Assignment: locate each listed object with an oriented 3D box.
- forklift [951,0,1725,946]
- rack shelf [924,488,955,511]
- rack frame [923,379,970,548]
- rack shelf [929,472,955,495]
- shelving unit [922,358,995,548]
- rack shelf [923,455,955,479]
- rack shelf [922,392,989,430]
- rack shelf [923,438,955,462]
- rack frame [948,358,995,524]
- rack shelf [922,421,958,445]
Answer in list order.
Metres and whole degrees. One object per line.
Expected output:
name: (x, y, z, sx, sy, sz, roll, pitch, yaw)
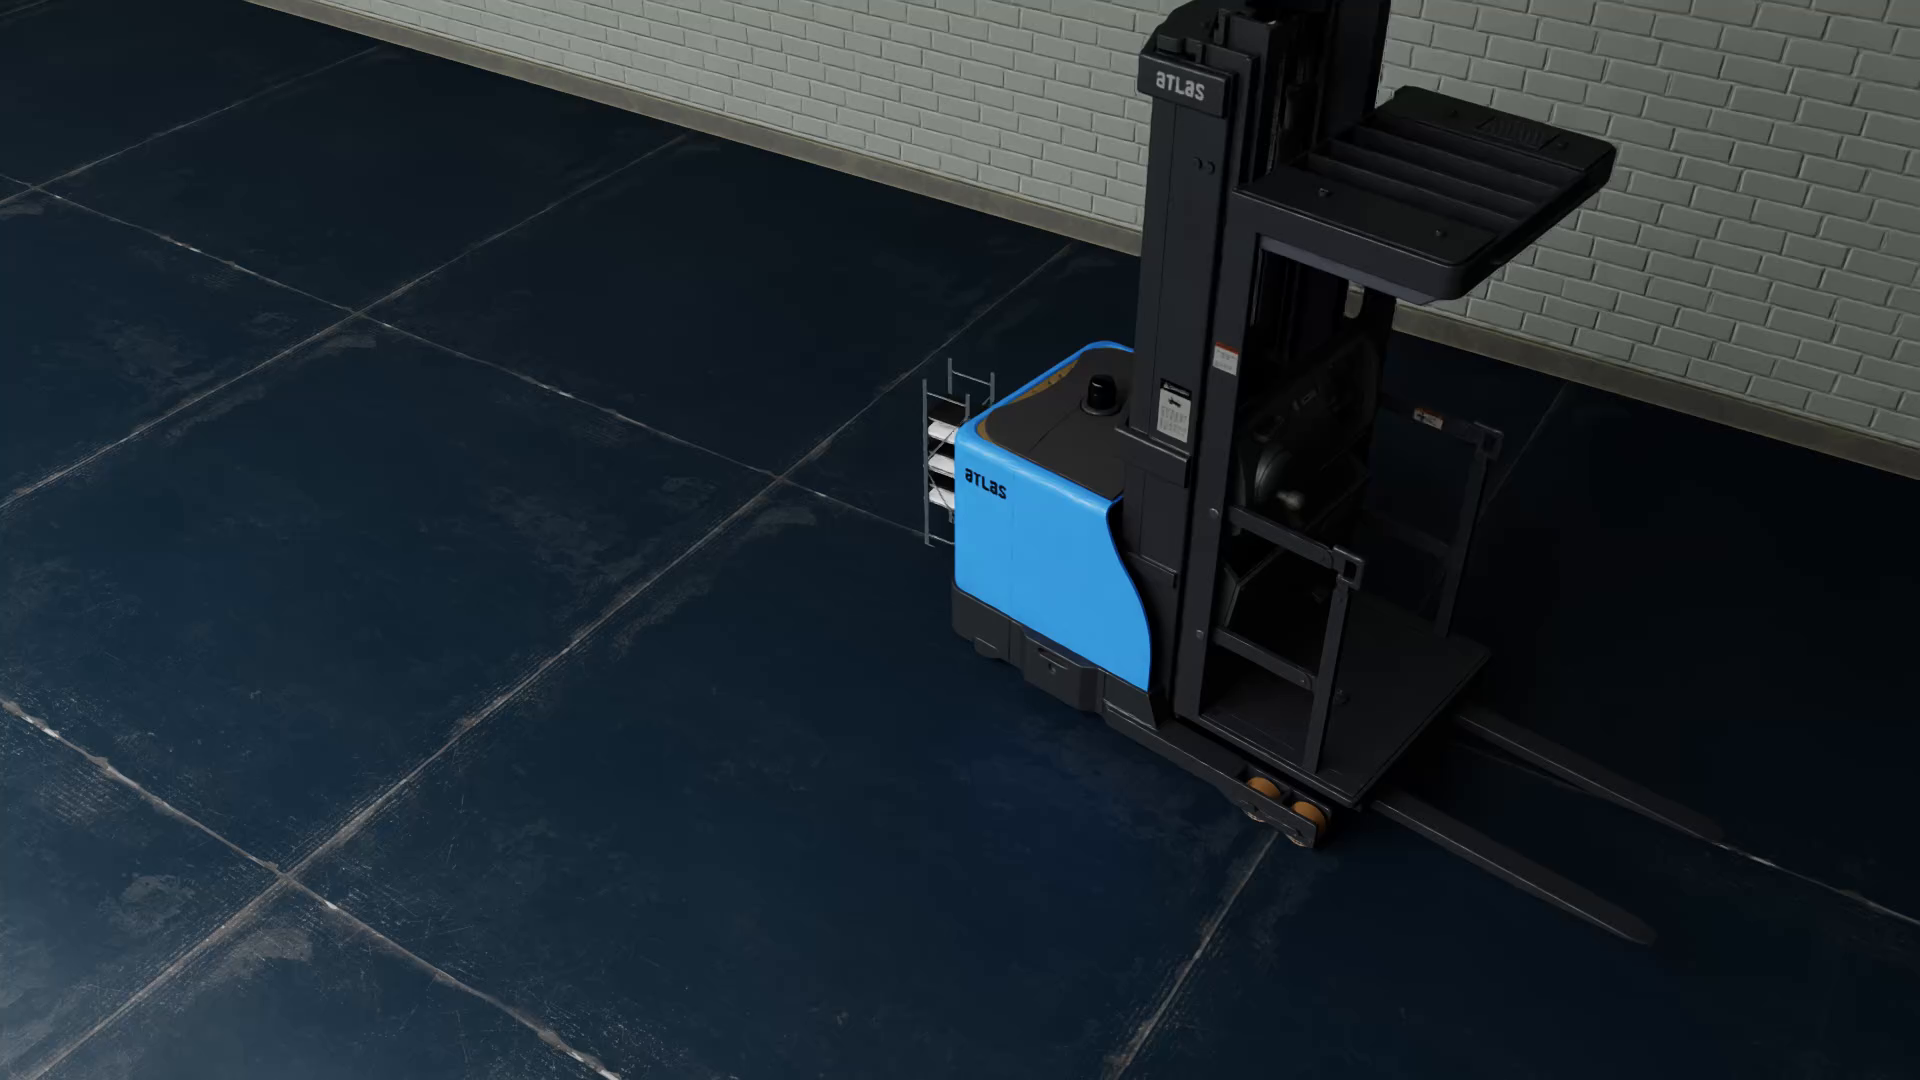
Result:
forklift: (1.406, -0.376, 5.837, 3.031, 2.935, 1.130, 28, 46, 31)
rack shelf: (-0.004, -0.183, 7.600, 0.258, 0.077, 0.200, 21, 42, 25)
rack frame: (-0.059, -0.300, 7.402, 0.240, 0.900, 0.006, 21, 42, 25)
rack shelf: (-0.004, -0.255, 7.545, 0.258, 0.077, 0.200, 21, 42, 25)
shelving unit: (-0.004, -0.352, 7.470, 0.258, 0.900, 0.210, 21, 42, 25)
rack shelf: (-0.004, -0.326, 7.490, 0.258, 0.077, 0.200, 21, 42, 25)
rack shelf: (-0.004, -0.540, 7.325, 0.258, 0.077, 0.200, 21, 42, 25)
rack shelf: (-0.004, -0.397, 7.435, 0.258, 0.077, 0.200, 21, 42, 25)
rack frame: (0.050, -0.405, 7.538, 0.240, 0.900, 0.006, 21, 42, 25)
rack shelf: (-0.004, -0.468, 7.380, 0.258, 0.077, 0.200, 21, 42, 25)
